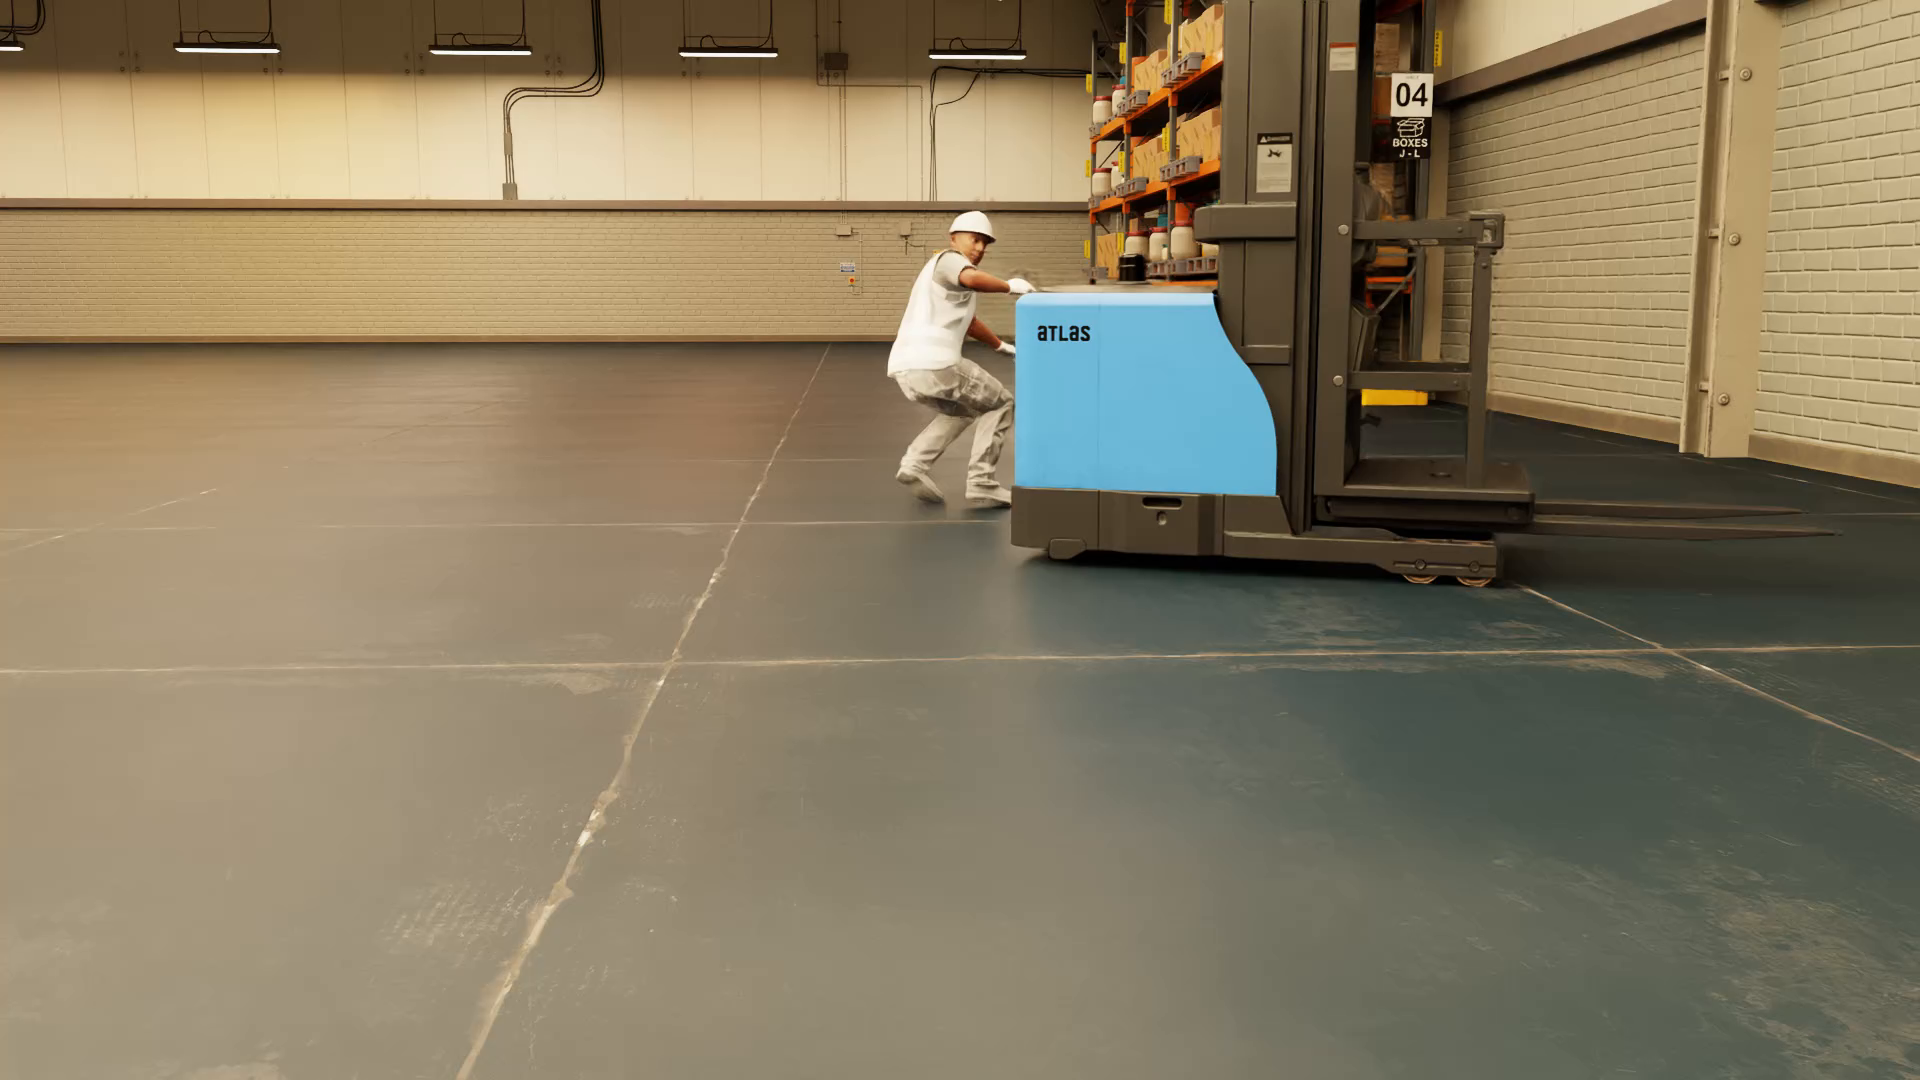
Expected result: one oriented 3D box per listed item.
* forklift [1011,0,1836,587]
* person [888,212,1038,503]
[{"bbox_3d":[1.781,-1.363,6.513,3.031,2.935,1.130,2,9,16],"label":"forklift"},{"bbox_3d":[0.104,-0.920,8.515,0.964,1.500,0.829,-4,9,-27],"label":"person"}]
